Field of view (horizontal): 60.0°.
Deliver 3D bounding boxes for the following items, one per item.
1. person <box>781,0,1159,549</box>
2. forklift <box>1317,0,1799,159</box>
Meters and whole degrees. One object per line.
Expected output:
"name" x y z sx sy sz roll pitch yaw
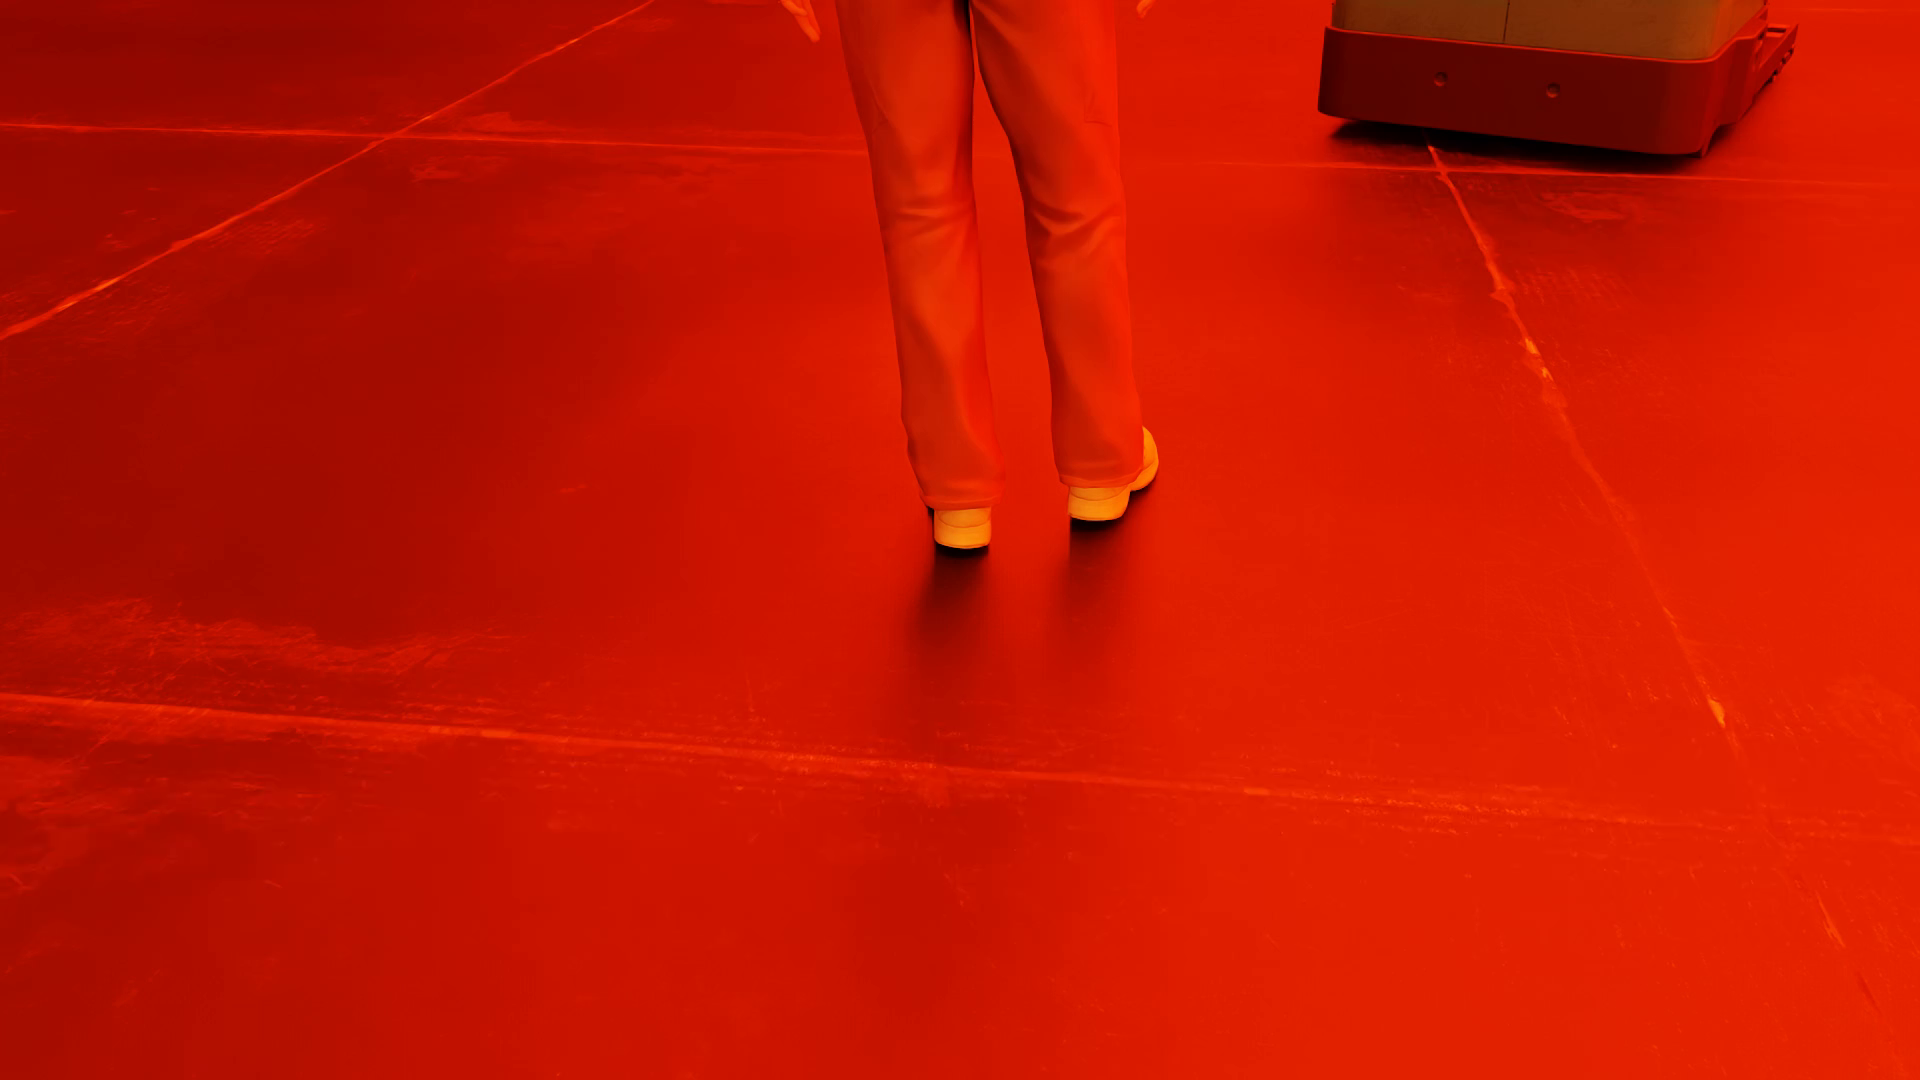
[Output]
"person" 0.022 -0.789 2.187 0.553 1.673 0.548 3 27 7
"forklift" 2.228 -2.940 5.111 1.130 2.935 3.031 15 30 27
